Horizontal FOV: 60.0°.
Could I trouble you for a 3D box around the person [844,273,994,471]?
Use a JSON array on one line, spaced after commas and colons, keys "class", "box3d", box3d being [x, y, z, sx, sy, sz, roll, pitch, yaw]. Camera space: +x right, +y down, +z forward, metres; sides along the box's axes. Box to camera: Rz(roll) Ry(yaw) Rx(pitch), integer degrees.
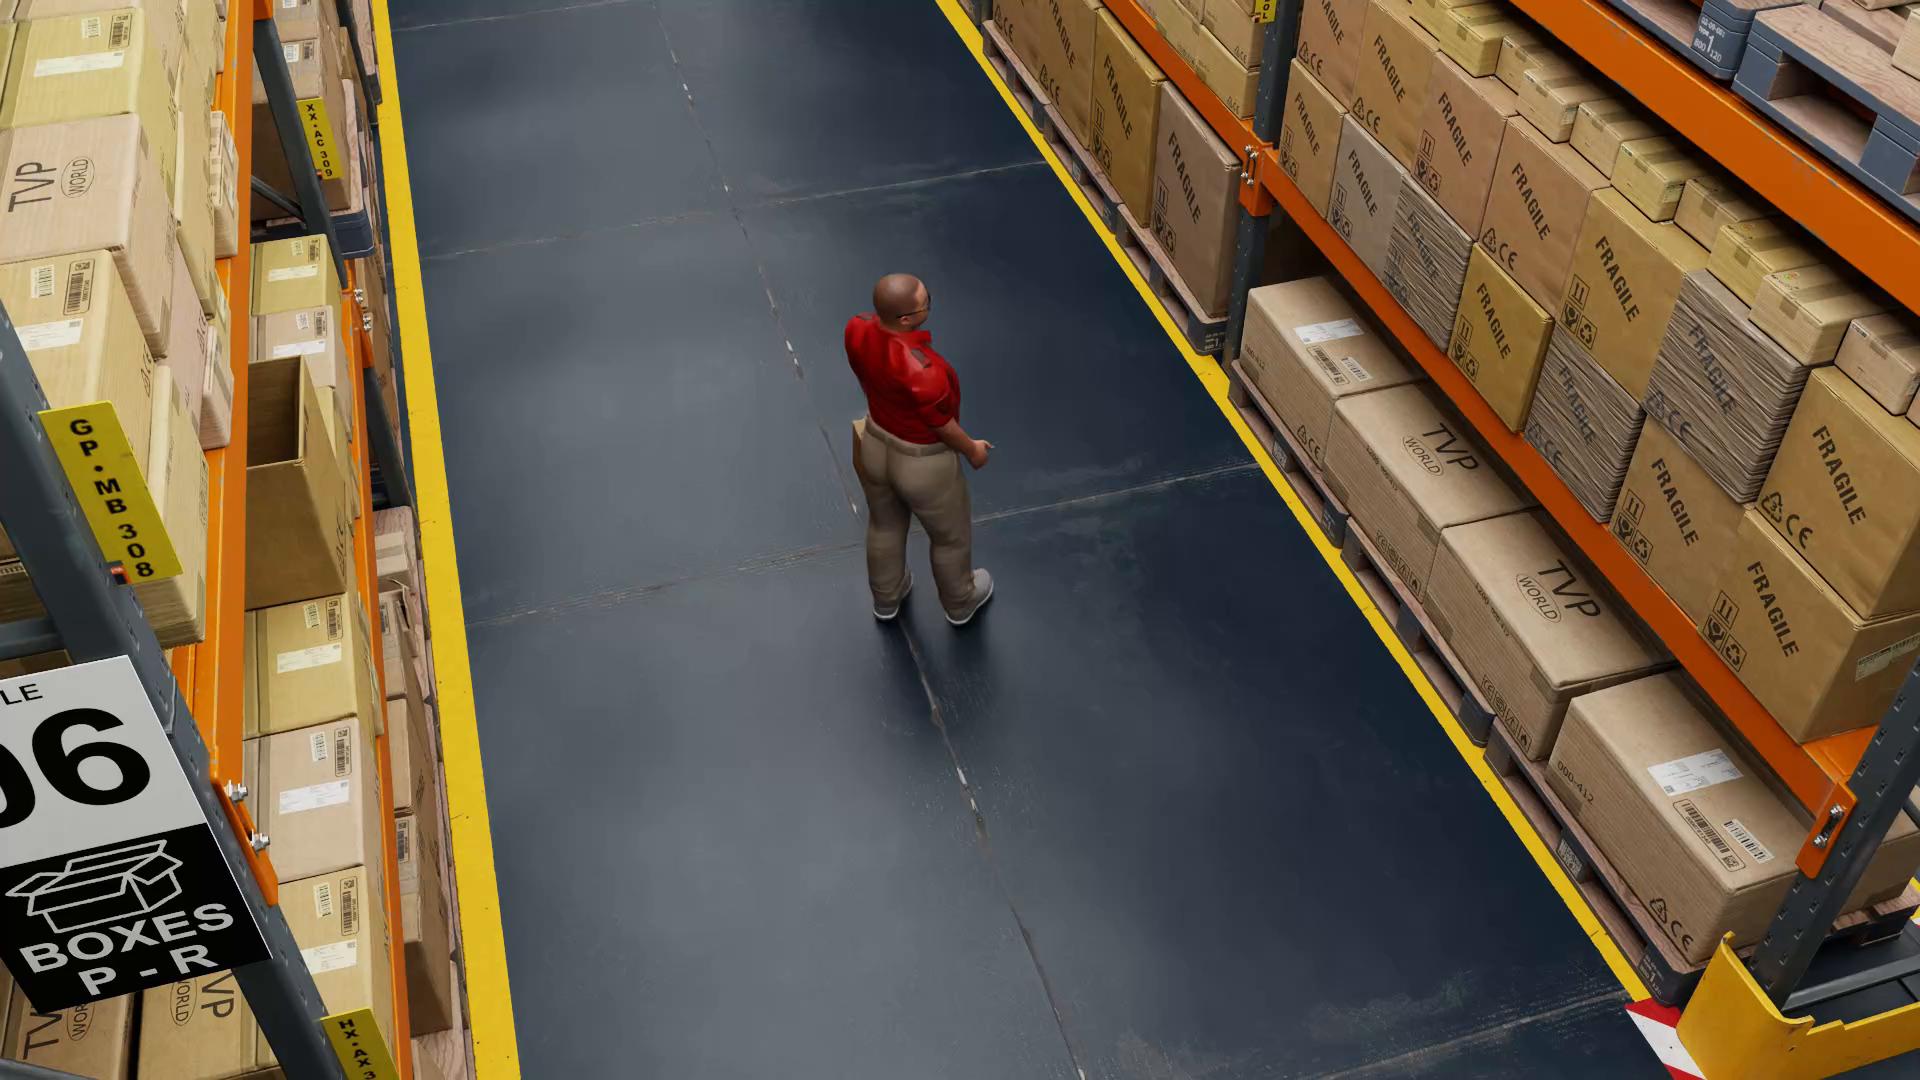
[{"class": "person", "box3d": [-0.178, -0.625, 6.295, 0.532, 0.997, 0.428, 31, 50, 30]}]
